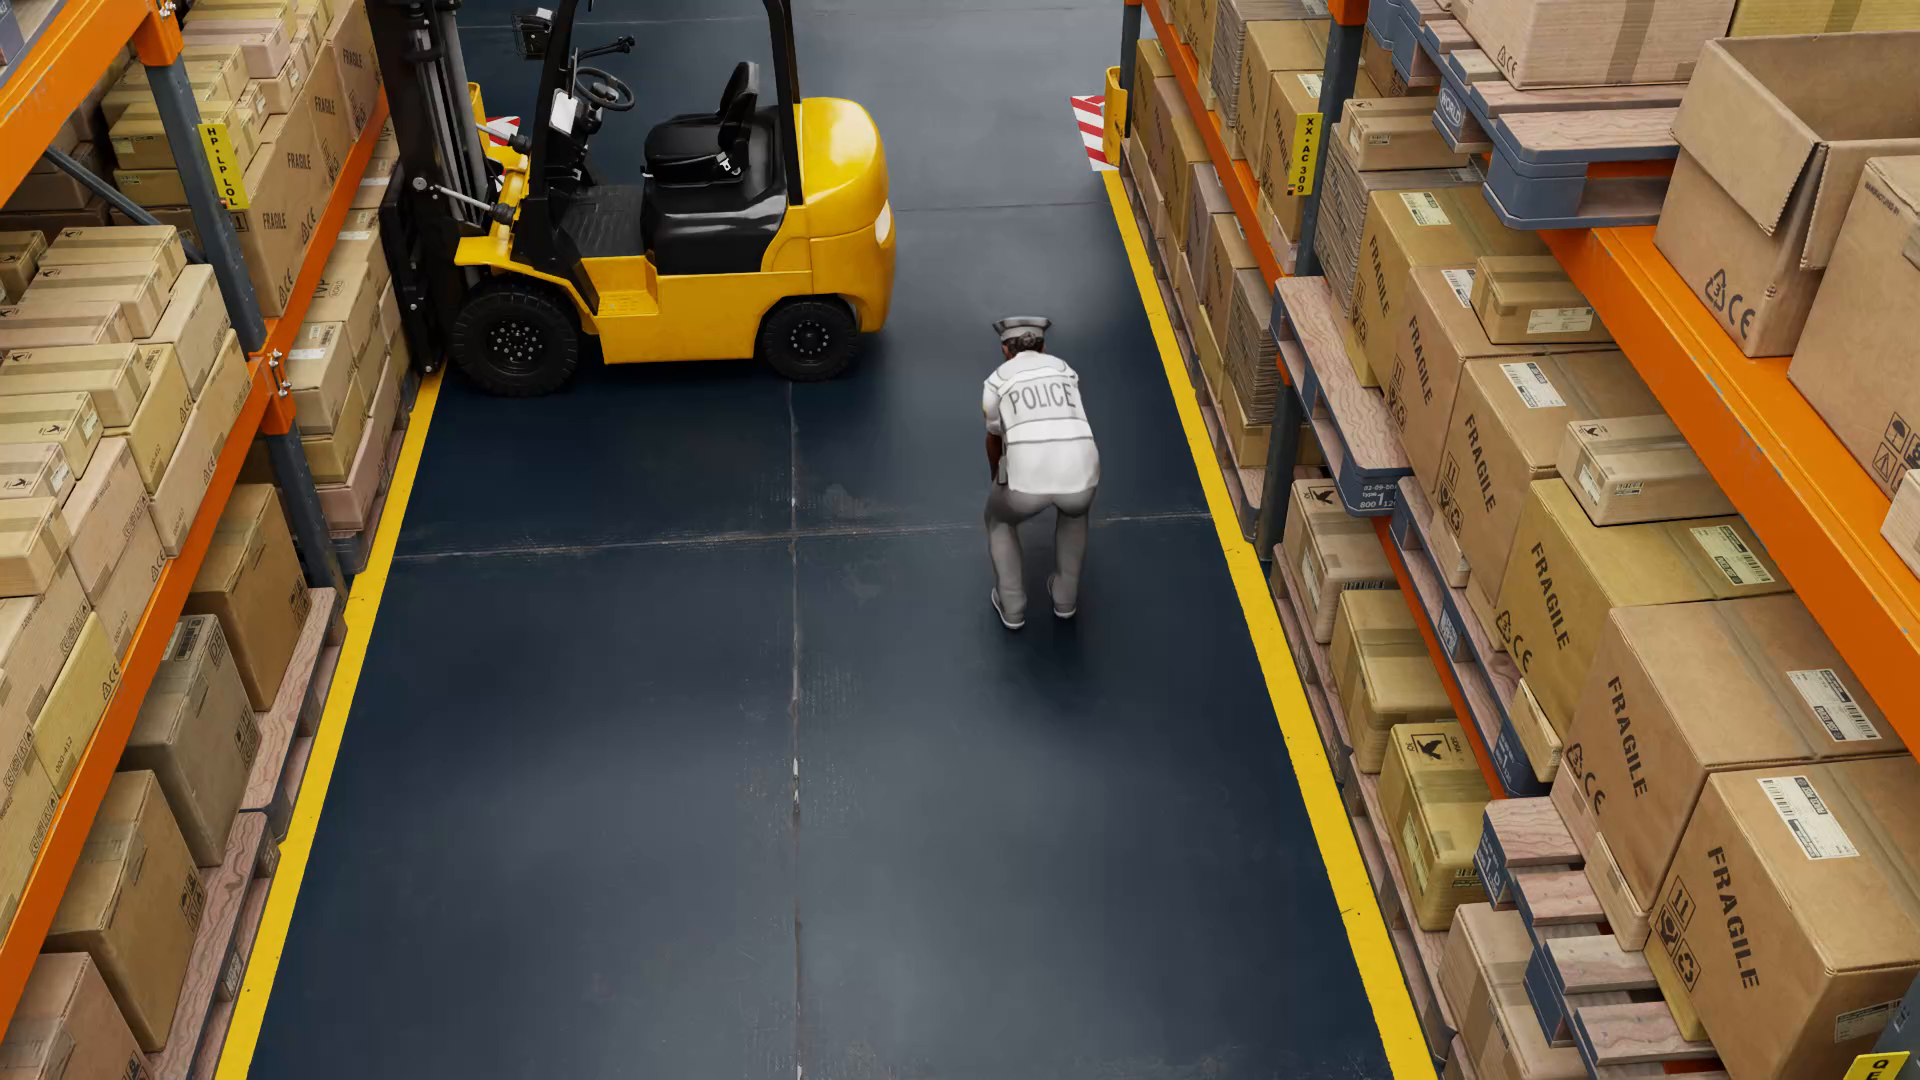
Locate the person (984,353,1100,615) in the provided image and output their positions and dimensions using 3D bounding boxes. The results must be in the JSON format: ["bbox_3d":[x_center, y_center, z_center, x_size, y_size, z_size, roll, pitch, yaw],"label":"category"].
[{"bbox_3d":[0.326,-0.193,6.778,0.440,1.032,0.638,-5,40,-6],"label":"person"}]
